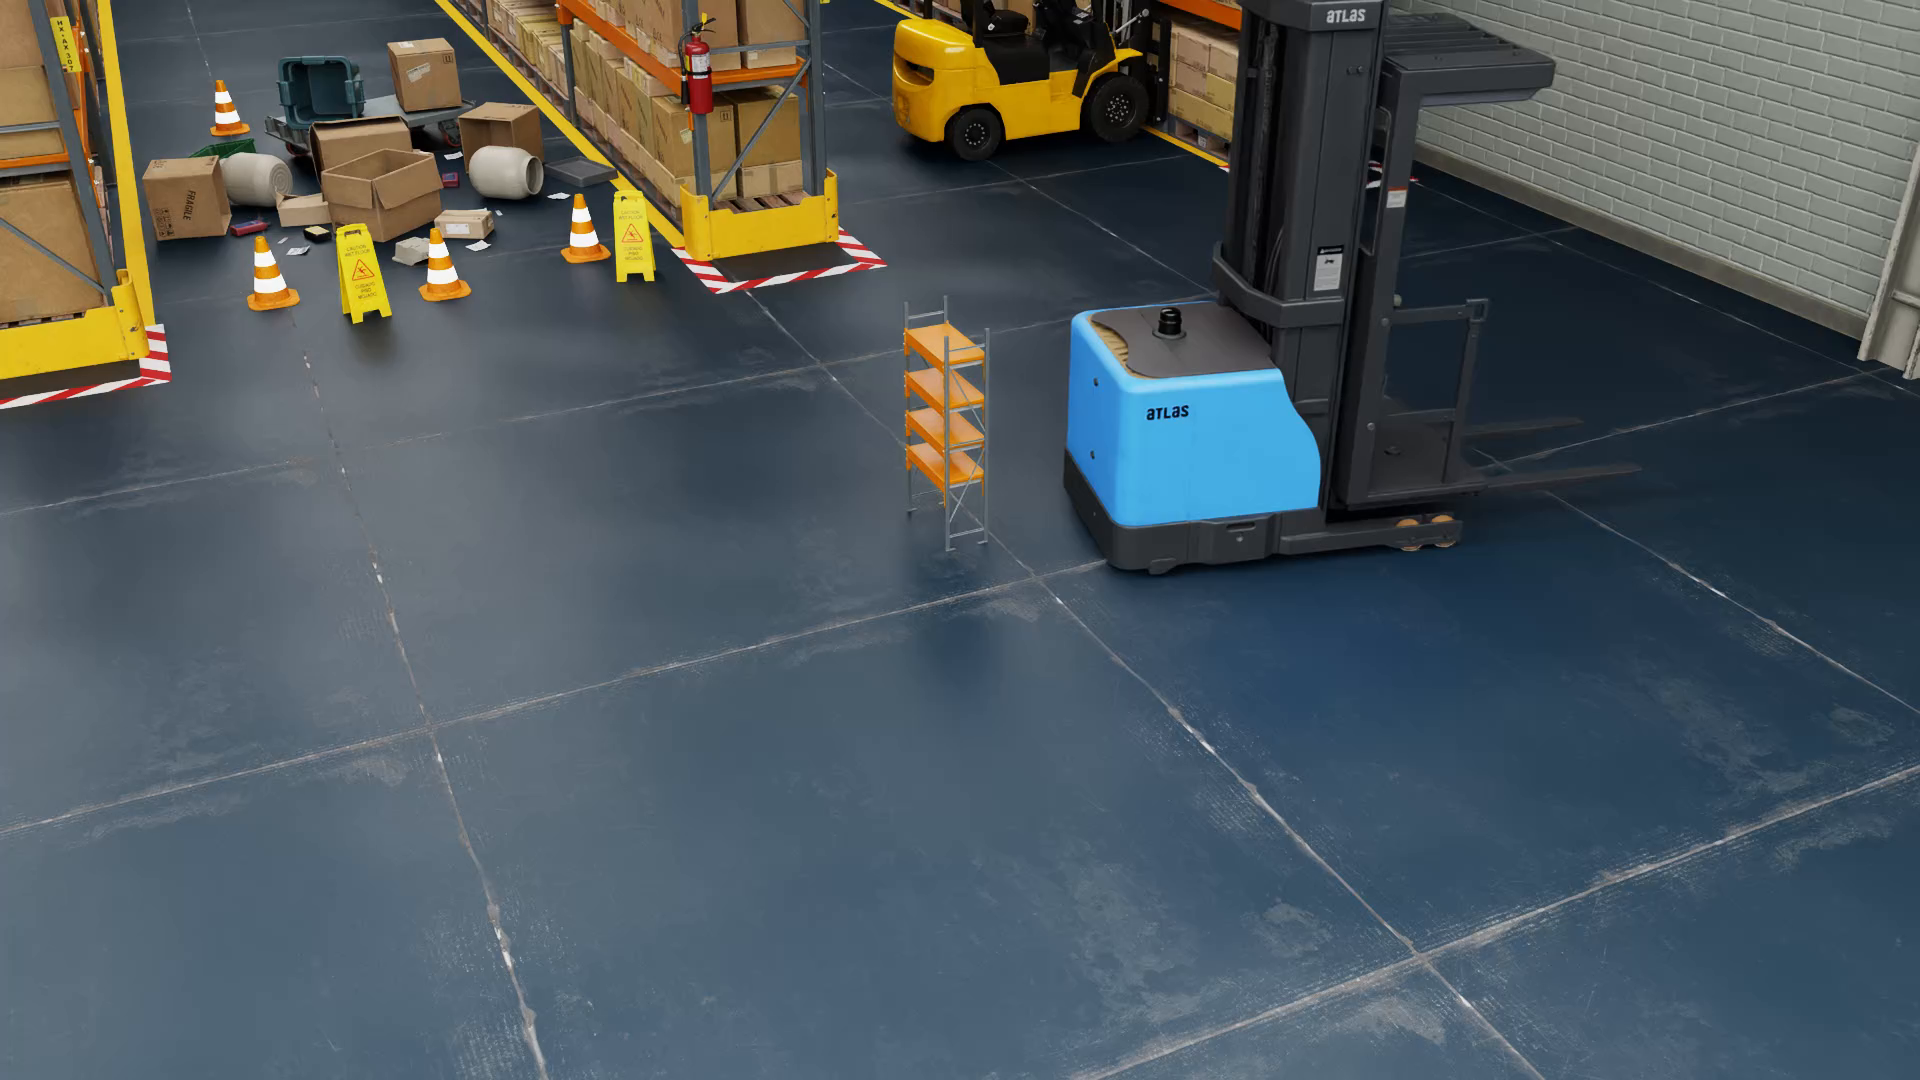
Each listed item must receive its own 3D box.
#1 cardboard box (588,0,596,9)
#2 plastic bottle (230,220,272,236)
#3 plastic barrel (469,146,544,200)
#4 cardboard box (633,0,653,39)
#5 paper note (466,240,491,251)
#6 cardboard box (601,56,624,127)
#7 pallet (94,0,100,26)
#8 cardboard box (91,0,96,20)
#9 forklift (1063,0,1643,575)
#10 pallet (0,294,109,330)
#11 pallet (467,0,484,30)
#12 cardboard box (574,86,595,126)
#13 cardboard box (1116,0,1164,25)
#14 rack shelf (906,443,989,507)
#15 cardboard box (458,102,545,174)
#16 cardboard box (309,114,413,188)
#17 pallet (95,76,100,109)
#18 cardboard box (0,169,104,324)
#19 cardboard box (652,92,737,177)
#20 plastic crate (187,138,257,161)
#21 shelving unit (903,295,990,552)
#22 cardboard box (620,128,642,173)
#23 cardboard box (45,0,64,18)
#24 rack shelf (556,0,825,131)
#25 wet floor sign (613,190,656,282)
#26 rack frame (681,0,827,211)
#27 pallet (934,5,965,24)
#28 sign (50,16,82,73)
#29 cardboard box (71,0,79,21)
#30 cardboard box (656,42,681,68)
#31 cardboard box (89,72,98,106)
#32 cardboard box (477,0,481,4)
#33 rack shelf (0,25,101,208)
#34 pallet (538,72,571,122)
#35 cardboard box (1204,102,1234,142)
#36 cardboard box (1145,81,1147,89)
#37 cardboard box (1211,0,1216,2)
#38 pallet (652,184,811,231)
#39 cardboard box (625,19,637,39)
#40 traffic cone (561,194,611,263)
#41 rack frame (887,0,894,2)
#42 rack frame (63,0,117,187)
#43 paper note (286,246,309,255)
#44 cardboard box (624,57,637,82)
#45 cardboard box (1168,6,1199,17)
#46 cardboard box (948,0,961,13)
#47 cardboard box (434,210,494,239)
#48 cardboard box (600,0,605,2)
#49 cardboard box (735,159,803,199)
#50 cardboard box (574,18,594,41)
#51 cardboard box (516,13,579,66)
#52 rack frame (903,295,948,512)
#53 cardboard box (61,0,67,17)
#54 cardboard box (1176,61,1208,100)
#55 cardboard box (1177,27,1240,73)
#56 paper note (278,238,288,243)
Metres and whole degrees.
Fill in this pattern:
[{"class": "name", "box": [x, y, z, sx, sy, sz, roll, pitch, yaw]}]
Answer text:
[{"class": "cardboard box", "box": [-2.987, -4.677, 14.281, 0.380, 0.149, 0.250, -12, 31, -20]}, {"class": "plastic bottle", "box": [-5.573, -2.459, 13.074, 0.133, 0.061, 0.283, 26, 38, 38]}, {"class": "plastic barrel", "box": [-3.741, -3.026, 13.713, 0.512, 0.421, 0.421, 7, 30, 13]}, {"class": "cardboard box", "box": [-2.179, -4.132, 12.646, 0.500, 0.500, 0.500, -13, 32, -22]}, {"class": "paper note", "box": [-3.690, -2.259, 12.748, 0.142, 0.019, 0.148, 26, 38, 38]}, {"class": "cardboard box", "box": [-2.733, -3.852, 14.168, 0.500, 0.500, 0.500, -11, 31, -19]}, {"class": "pallet", "box": [-10.730, -6.212, 19.612, 1.003, 0.211, 1.213, -13, 32, -22]}, {"class": "cardboard box", "box": [-10.084, -6.136, 18.752, 0.500, 0.500, 0.500, -14, 32, -23]}, {"class": "forklift", "box": [2.139, -1.465, 8.366, 3.031, 2.935, 1.130, -6, 30, -11]}, {"class": "pallet", "box": [-6.328, -1.591, 11.372, 1.003, 0.211, 1.213, -13, 32, -22]}, {"class": "pallet", "box": [-5.192, -6.236, 19.656, 1.003, 0.211, 1.213, -13, 32, -22]}, {"class": "cardboard box", "box": [-3.195, -3.988, 15.177, 0.500, 0.250, 0.500, -15, 32, -24]}, {"class": "cardboard box", "box": [1.636, -5.061, 16.068, 0.500, 0.250, 0.500, -12, 31, -20]}, {"class": "rack shelf", "box": [-0.071, -0.365, 8.717, 0.258, 0.148, 0.480, -13, 32, -22]}, {"class": "cardboard box", "box": [-3.973, -3.473, 14.431, 0.500, 0.500, 0.500, 7, 30, 13]}, {"class": "cardboard box", "box": [-4.936, -3.181, 13.769, 0.797, 0.637, 0.503, -13, 32, -22]}, {"class": "pallet", "box": [-9.078, -4.424, 16.424, 1.003, 0.211, 1.213, -13, 32, -22]}, {"class": "cardboard box", "box": [-6.265, -2.013, 11.016, 0.875, 0.875, 0.875, -13, 32, -22]}, {"class": "cardboard box", "box": [-2.066, -3.165, 12.942, 0.500, 0.500, 0.500, -13, 32, -22]}, {"class": "plastic crate", "box": [-6.374, -3.235, 14.268, 0.450, 0.188, 0.662, -7, 28, 9]}, {"class": "shelving unit", "box": [-0.071, -0.596, 8.587, 0.258, 1.200, 0.503, -13, 32, -22]}, {"class": "cardboard box", "box": [-2.522, -3.300, 13.949, 0.500, 0.250, 0.500, -14, 32, -24]}, {"class": "cardboard box", "box": [-6.476, -3.679, 10.986, 0.875, 0.550, 0.550, -13, 32, -22]}, {"class": "rack shelf", "box": [-2.345, -4.124, 13.774, 1.077, 0.370, 4.000, -13, 32, -22]}, {"class": "wet floor sign", "box": [-2.372, -2.219, 12.048, 0.267, 0.644, 0.232, -3, 29, -5]}, {"class": "rack frame", "box": [-1.487, -3.555, 12.022, 1.000, 3.000, 0.127, -13, 32, -22]}, {"class": "pallet", "box": [0.398, -6.006, 19.245, 1.003, 0.211, 1.213, -13, 32, -22]}, {"class": "sign", "box": [-5.410, -2.997, 10.061, 0.100, 0.325, 0.005, -13, 32, -22]}, {"class": "cardboard box", "box": [-7.614, -4.570, 13.731, 0.500, 0.500, 0.500, -13, 32, -21]}, {"class": "cardboard box", "box": [-2.050, -3.654, 12.456, 0.380, 0.149, 0.250, -13, 32, -23]}, {"class": "cardboard box", "box": [-8.390, -4.122, 14.905, 1.050, 0.750, 0.750, -13, 32, -22]}, {"class": "cardboard box", "box": [-5.143, -6.668, 19.317, 0.875, 0.875, 0.875, -13, 32, -22]}, {"class": "rack shelf", "box": [-6.773, -3.040, 11.841, 1.077, 0.370, 4.000, -13, 32, -22]}, {"class": "pallet", "box": [-3.540, -4.449, 16.468, 1.003, 0.211, 1.213, -13, 32, -22]}, {"class": "cardboard box", "box": [2.507, -3.724, 14.706, 0.500, 0.250, 0.500, -13, 32, -22]}, {"class": "cardboard box", "box": [1.853, -4.393, 15.899, 0.500, 0.250, 0.500, -12, 31, -20]}, {"class": "cardboard box", "box": [2.332, -5.036, 14.561, 0.500, 0.500, 0.500, -12, 31, -20]}, {"class": "pallet", "box": [-1.836, -2.738, 13.418, 1.003, 0.211, 1.213, -13, 32, -22]}, {"class": "cardboard box", "box": [-2.453, -4.116, 13.280, 0.380, 0.149, 0.250, -13, 32, -22]}, {"class": "traffic cone", "box": [-2.837, -2.367, 12.499, 0.336, 0.463, 0.334, -13, 32, -22]}, {"class": "rack frame", "box": [-0.440, -8.133, 20.186, 1.000, 3.000, 0.127, -13, 32, -22]}, {"class": "rack frame", "box": [-7.631, -4.238, 13.240, 1.000, 3.000, 0.127, -13, 32, -22]}, {"class": "paper note", "box": [-5.036, -2.206, 12.654, 0.144, 0.017, 0.142, -3, 29, -5]}, {"class": "cardboard box", "box": [-2.501, -3.824, 13.455, 0.380, 0.149, 0.250, -12, 31, -20]}, {"class": "cardboard box", "box": [2.323, -4.942, 15.855, 0.500, 0.250, 0.500, -14, 32, -23]}, {"class": "cardboard box", "box": [0.392, -6.417, 19.126, 0.875, 0.625, 0.625, -14, 32, -24]}, {"class": "cardboard box", "box": [-3.874, -2.466, 12.995, 0.380, 0.149, 0.250, 2, 29, 4]}, {"class": "cardboard box", "box": [-2.827, -4.801, 13.838, 0.500, 0.500, 0.500, -13, 32, -22]}, {"class": "cardboard box", "box": [-1.583, -2.953, 13.331, 0.500, 0.250, 0.500, -13, 32, -22]}, {"class": "cardboard box", "box": [-3.195, -4.530, 14.714, 0.380, 0.149, 0.250, -13, 32, -21]}, {"class": "cardboard box", "box": [-4.043, -5.214, 17.238, 0.950, 0.372, 0.625, -12, 31, -20]}, {"class": "rack frame", "box": [-0.176, -0.704, 8.779, 0.240, 1.200, 0.015, -13, 32, -22]}, {"class": "cardboard box", "box": [-7.206, -3.904, 12.493, 0.875, 0.550, 0.550, -13, 32, -22]}, {"class": "cardboard box", "box": [2.298, -4.174, 14.997, 0.500, 0.250, 0.500, -13, 32, -22]}, {"class": "cardboard box", "box": [2.291, -4.381, 14.855, 0.500, 0.250, 0.500, -12, 32, -21]}, {"class": "paper note", "box": [-5.241, -2.320, 12.877, 0.032, 0.001, 0.123, 2, 29, 4]}]
